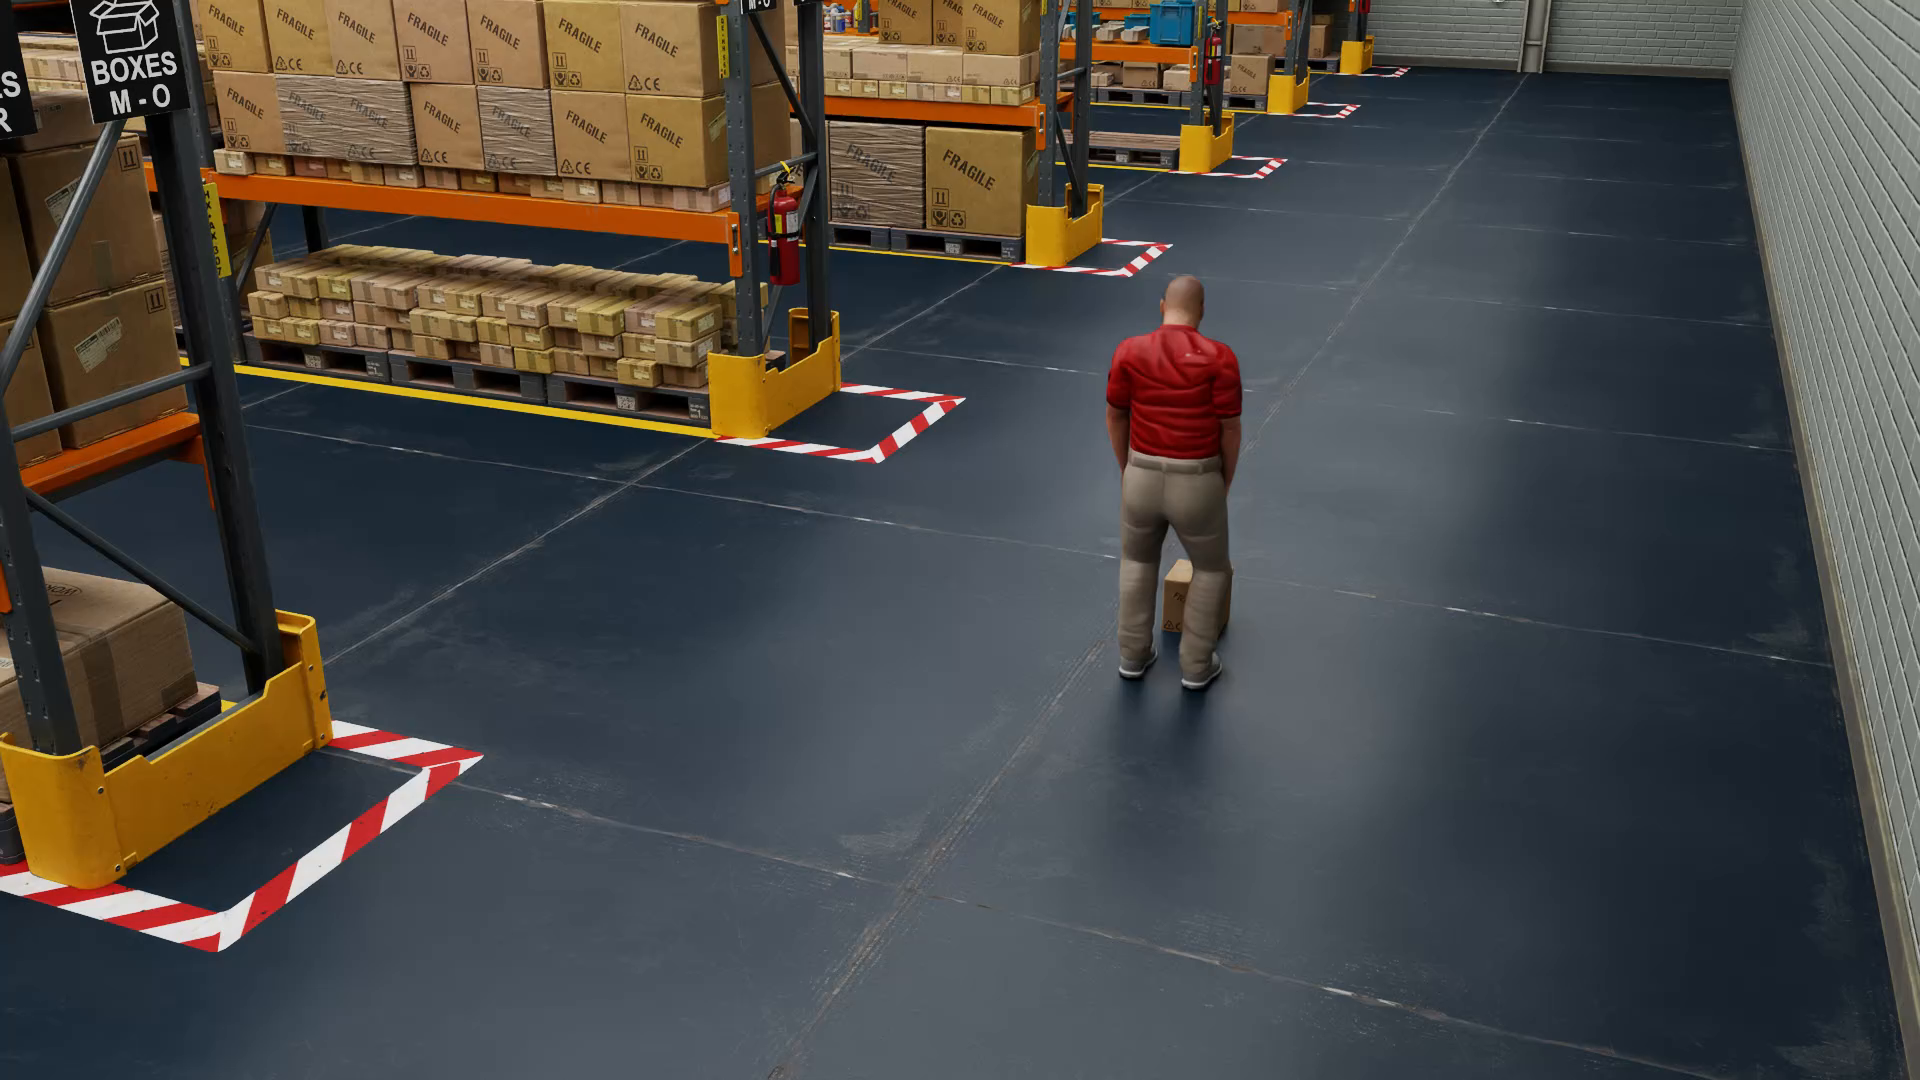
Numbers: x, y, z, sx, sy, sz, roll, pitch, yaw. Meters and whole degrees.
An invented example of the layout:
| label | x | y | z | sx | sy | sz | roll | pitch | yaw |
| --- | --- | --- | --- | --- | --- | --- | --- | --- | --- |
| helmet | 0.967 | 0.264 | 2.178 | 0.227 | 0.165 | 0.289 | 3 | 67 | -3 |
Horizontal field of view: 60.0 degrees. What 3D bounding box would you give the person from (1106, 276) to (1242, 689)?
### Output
| label | x | y | z | sx | sy | sz | roll | pitch | yaw |
| --- | --- | --- | --- | --- | --- | --- | --- | --- | --- |
| person | 0.854 | -0.224 | 6.748 | 0.557 | 1.677 | 0.392 | 9 | 24 | 22 |
